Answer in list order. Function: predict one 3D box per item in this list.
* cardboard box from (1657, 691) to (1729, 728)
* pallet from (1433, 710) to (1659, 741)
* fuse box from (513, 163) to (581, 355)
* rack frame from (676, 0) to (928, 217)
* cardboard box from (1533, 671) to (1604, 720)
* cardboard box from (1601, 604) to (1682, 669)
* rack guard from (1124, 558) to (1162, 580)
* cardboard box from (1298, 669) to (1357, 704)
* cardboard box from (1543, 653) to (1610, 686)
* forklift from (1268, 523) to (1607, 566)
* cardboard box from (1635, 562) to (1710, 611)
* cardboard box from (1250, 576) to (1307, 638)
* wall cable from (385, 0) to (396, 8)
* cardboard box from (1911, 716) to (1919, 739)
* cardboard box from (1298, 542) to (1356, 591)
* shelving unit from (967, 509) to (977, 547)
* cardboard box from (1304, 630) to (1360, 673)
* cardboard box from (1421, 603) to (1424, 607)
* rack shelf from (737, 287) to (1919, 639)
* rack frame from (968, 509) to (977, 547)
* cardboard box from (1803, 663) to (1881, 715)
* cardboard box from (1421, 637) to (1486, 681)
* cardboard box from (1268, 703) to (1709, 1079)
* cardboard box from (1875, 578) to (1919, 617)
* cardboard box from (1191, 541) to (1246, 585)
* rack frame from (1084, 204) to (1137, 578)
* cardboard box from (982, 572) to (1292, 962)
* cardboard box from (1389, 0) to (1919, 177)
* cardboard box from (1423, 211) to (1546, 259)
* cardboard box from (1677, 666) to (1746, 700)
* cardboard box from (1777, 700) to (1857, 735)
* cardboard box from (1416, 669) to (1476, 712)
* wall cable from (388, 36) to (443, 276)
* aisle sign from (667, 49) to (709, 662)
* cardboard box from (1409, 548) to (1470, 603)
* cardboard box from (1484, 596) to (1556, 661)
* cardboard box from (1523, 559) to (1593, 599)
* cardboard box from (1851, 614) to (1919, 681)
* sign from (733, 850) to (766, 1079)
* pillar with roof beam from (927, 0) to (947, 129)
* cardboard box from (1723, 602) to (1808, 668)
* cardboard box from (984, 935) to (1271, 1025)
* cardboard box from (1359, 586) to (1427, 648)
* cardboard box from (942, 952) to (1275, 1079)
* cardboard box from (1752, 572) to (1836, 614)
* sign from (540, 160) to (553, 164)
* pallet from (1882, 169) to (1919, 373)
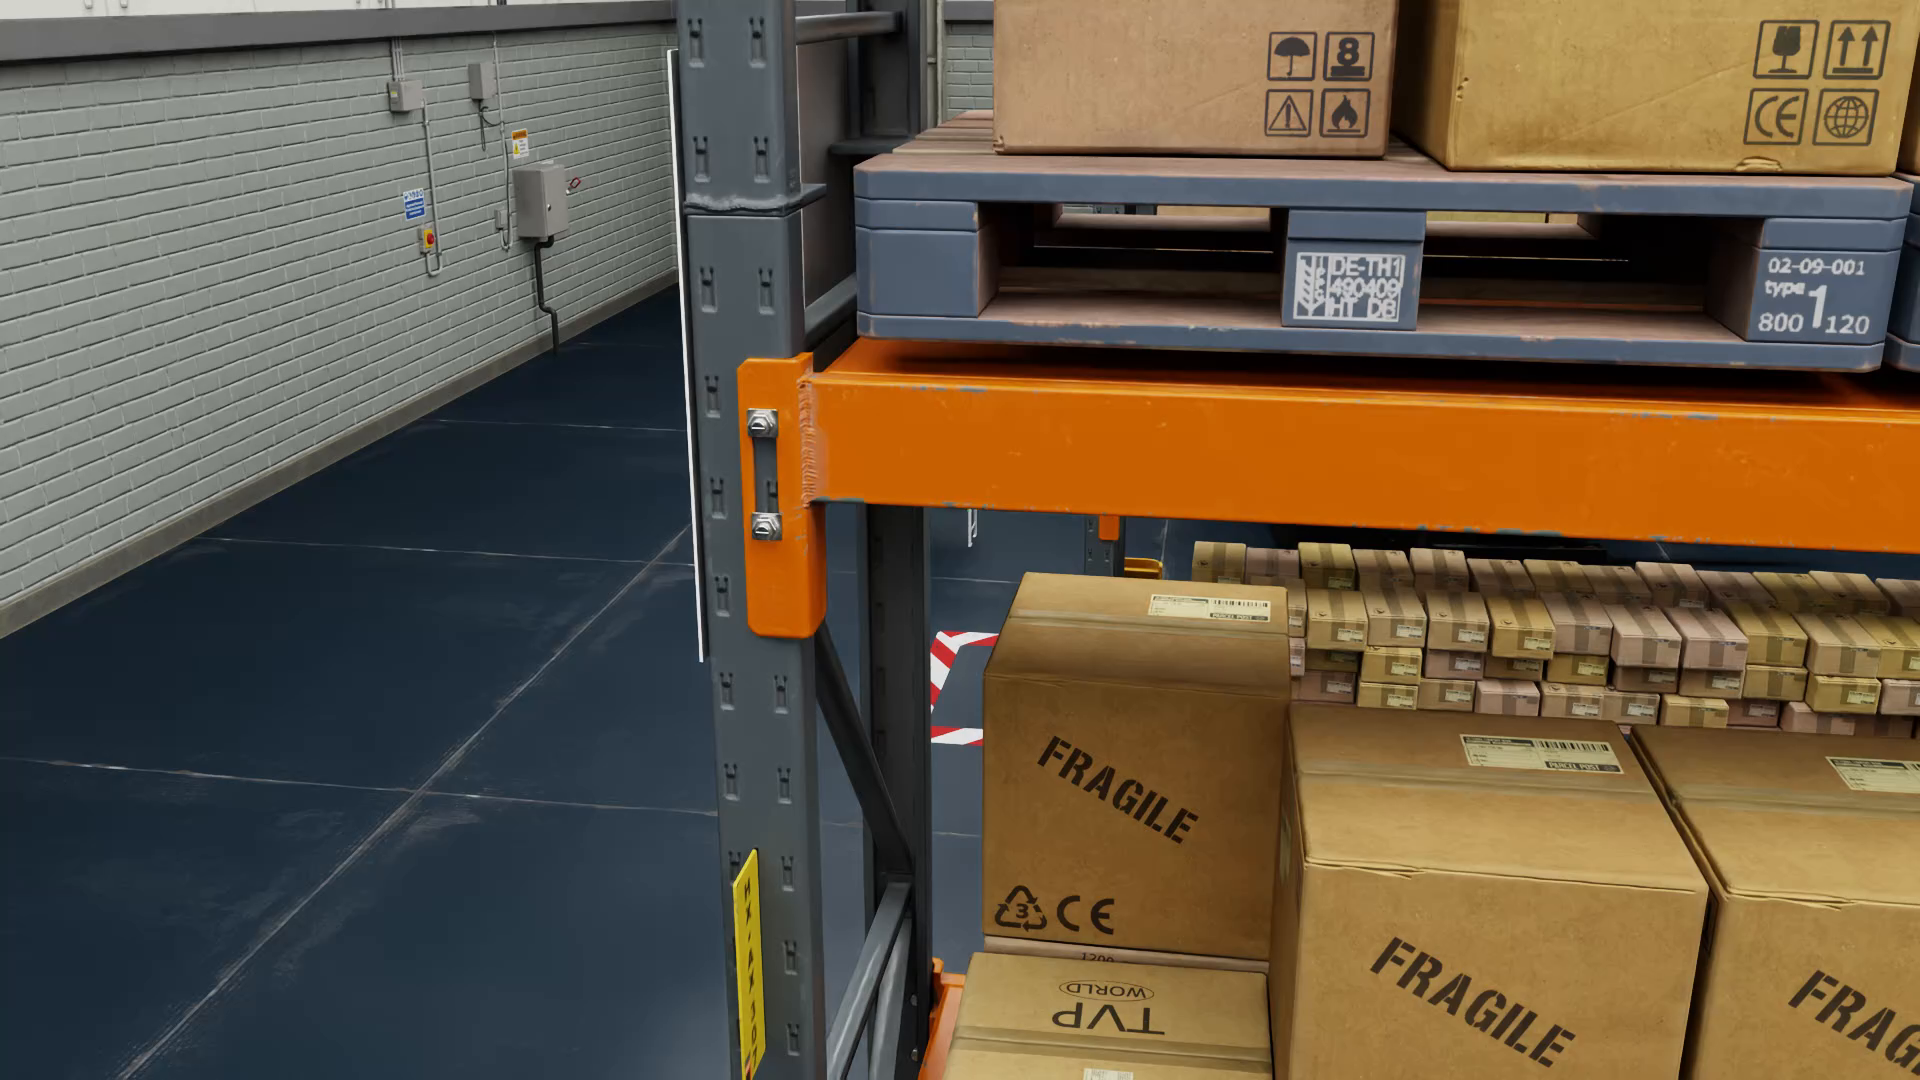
[{"bbox_3d":[3.176,0.711,7.281,0.250,0.149,0.380,3,19,9],"label":"cardboard box"},{"bbox_3d":[2.762,0.763,7.691,1.213,0.211,1.003,3,19,9],"label":"pallet"},{"bbox_3d":[-3.719,-2.550,15.227,0.414,1.711,0.539,3,19,9],"label":"fuse box"},{"bbox_3d":[-0.197,-1.974,2.021,0.127,3.000,1.000,3,19,9],"label":"rack frame"},{"bbox_3d":[2.685,0.675,7.388,0.250,0.149,0.380,3,19,9],"label":"cardboard box"},{"bbox_3d":[2.947,0.415,7.228,0.250,0.149,0.380,2,19,7],"label":"cardboard box"},{"bbox_3d":[0.764,0.511,7.987,0.348,0.500,1.175,3,19,9],"label":"rack guard"},{"bbox_3d":[1.674,0.600,7.615,0.250,0.149,0.380,3,19,9],"label":"cardboard box"},{"bbox_3d":[2.736,0.505,7.430,0.250,0.149,0.380,4,19,11],"label":"cardboard box"},{"bbox_3d":[3.429,-1.365,9.763,3.031,2.935,1.130,1,19,3],"label":"forklift"},{"bbox_3d":[3.312,0.238,7.758,0.250,0.149,0.380,3,19,10],"label":"cardboard box"},{"bbox_3d":[1.444,0.302,7.567,0.250,0.149,0.380,3,19,10],"label":"cardboard box"},{"bbox_3d":[-4.286,-5.277,11.891,0.029,3.000,0.463,3,19,9],"label":"wall cable"},{"bbox_3d":[4.198,0.763,7.125,0.250,0.149,0.380,3,19,9],"label":"cardboard box"},{"bbox_3d":[1.767,0.144,8.039,0.250,0.149,0.380,3,19,7],"label":"cardboard box"},{"bbox_3d":[-0.163,-0.577,10.138,0.503,1.200,0.258,3,19,9],"label":"shelving unit"},{"bbox_3d":[1.683,0.457,7.573,0.250,0.149,0.380,3,19,9],"label":"cardboard box"},{"bbox_3d":[2.282,0.319,7.985,0.250,0.149,0.380,3,19,9],"label":"cardboard box"},{"bbox_3d":[1.778,-0.110,2.310,4.000,0.370,1.077,3,19,9],"label":"rack shelf"},{"bbox_3d":[0.077,-0.565,10.101,0.015,1.200,0.240,3,19,9],"label":"rack frame"},{"bbox_3d":[3.741,0.601,7.141,0.250,0.149,0.380,2,19,7],"label":"cardboard box"},{"bbox_3d":[2.196,0.487,7.482,0.250,0.149,0.380,2,19,6],"label":"cardboard box"},{"bbox_3d":[0.728,0.579,2.430,0.500,0.500,0.500,2,19,7],"label":"cardboard box"},{"bbox_3d":[4.331,0.312,7.537,0.250,0.149,0.380,4,19,11],"label":"cardboard box"},{"bbox_3d":[1.252,0.140,8.050,0.250,0.149,0.380,3,19,9],"label":"cardboard box"},{"bbox_3d":[0.689,-0.678,7.601,0.127,3.000,1.000,3,19,9],"label":"rack frame"},{"bbox_3d":[0.326,0.388,3.003,0.500,0.500,0.500,3,19,9],"label":"cardboard box"},{"bbox_3d":[0.861,-0.770,2.173,0.500,0.500,0.700,2,19,7],"label":"cardboard box"},{"bbox_3d":[2.100,-1.178,6.895,0.500,0.500,0.500,2,19,7],"label":"cardboard box"},{"bbox_3d":[3.254,0.551,7.290,0.250,0.149,0.380,3,19,10],"label":"cardboard box"},{"bbox_3d":[3.683,0.731,7.222,0.250,0.149,0.380,2,19,7],"label":"cardboard box"},{"bbox_3d":[2.176,0.630,7.525,0.250,0.149,0.380,3,19,9],"label":"cardboard box"},{"bbox_3d":[-4.196,-3.007,12.911,0.123,1.953,0.585,3,19,9],"label":"wall cable"},{"bbox_3d":[-0.316,-0.271,2.290,0.004,0.787,0.394,3,19,9],"label":"aisle sign"},{"bbox_3d":[2.287,0.173,7.952,0.250,0.149,0.380,4,19,11],"label":"cardboard box"},{"bbox_3d":[2.455,0.386,7.316,0.250,0.149,0.380,3,19,9],"label":"cardboard box"},{"bbox_3d":[2.793,0.225,7.796,0.250,0.149,0.380,3,19,9],"label":"cardboard box"},{"bbox_3d":[3.988,0.457,7.102,0.250,0.149,0.380,3,19,9],"label":"cardboard box"},{"bbox_3d":[-0.291,0.597,2.304,0.005,0.325,0.100,3,19,9],"label":"sign"},{"bbox_3d":[-1.044,-5.703,13.166,0.400,9.000,9.100,3,19,9],"label":"pillar with roof beam"},{"bbox_3d":[3.497,0.410,7.245,0.250,0.149,0.380,4,19,10],"label":"cardboard box"},{"bbox_3d":[0.323,0.742,3.125,0.500,0.250,0.500,3,19,8],"label":"cardboard box"},{"bbox_3d":[1.931,0.341,7.449,0.250,0.149,0.380,2,19,6],"label":"cardboard box"},{"bbox_3d":[0.234,0.910,2.624,0.500,0.250,0.500,2,19,7],"label":"cardboard box"},{"bbox_3d":[3.811,0.282,7.626,0.250,0.149,0.380,3,19,8],"label":"cardboard box"},{"bbox_3d":[-3.845,-3.281,15.531,0.001,0.494,0.329,3,19,9],"label":"sign"},{"bbox_3d":[1.745,-0.415,2.228,1.213,0.211,1.003,3,19,9],"label":"pallet"}]
